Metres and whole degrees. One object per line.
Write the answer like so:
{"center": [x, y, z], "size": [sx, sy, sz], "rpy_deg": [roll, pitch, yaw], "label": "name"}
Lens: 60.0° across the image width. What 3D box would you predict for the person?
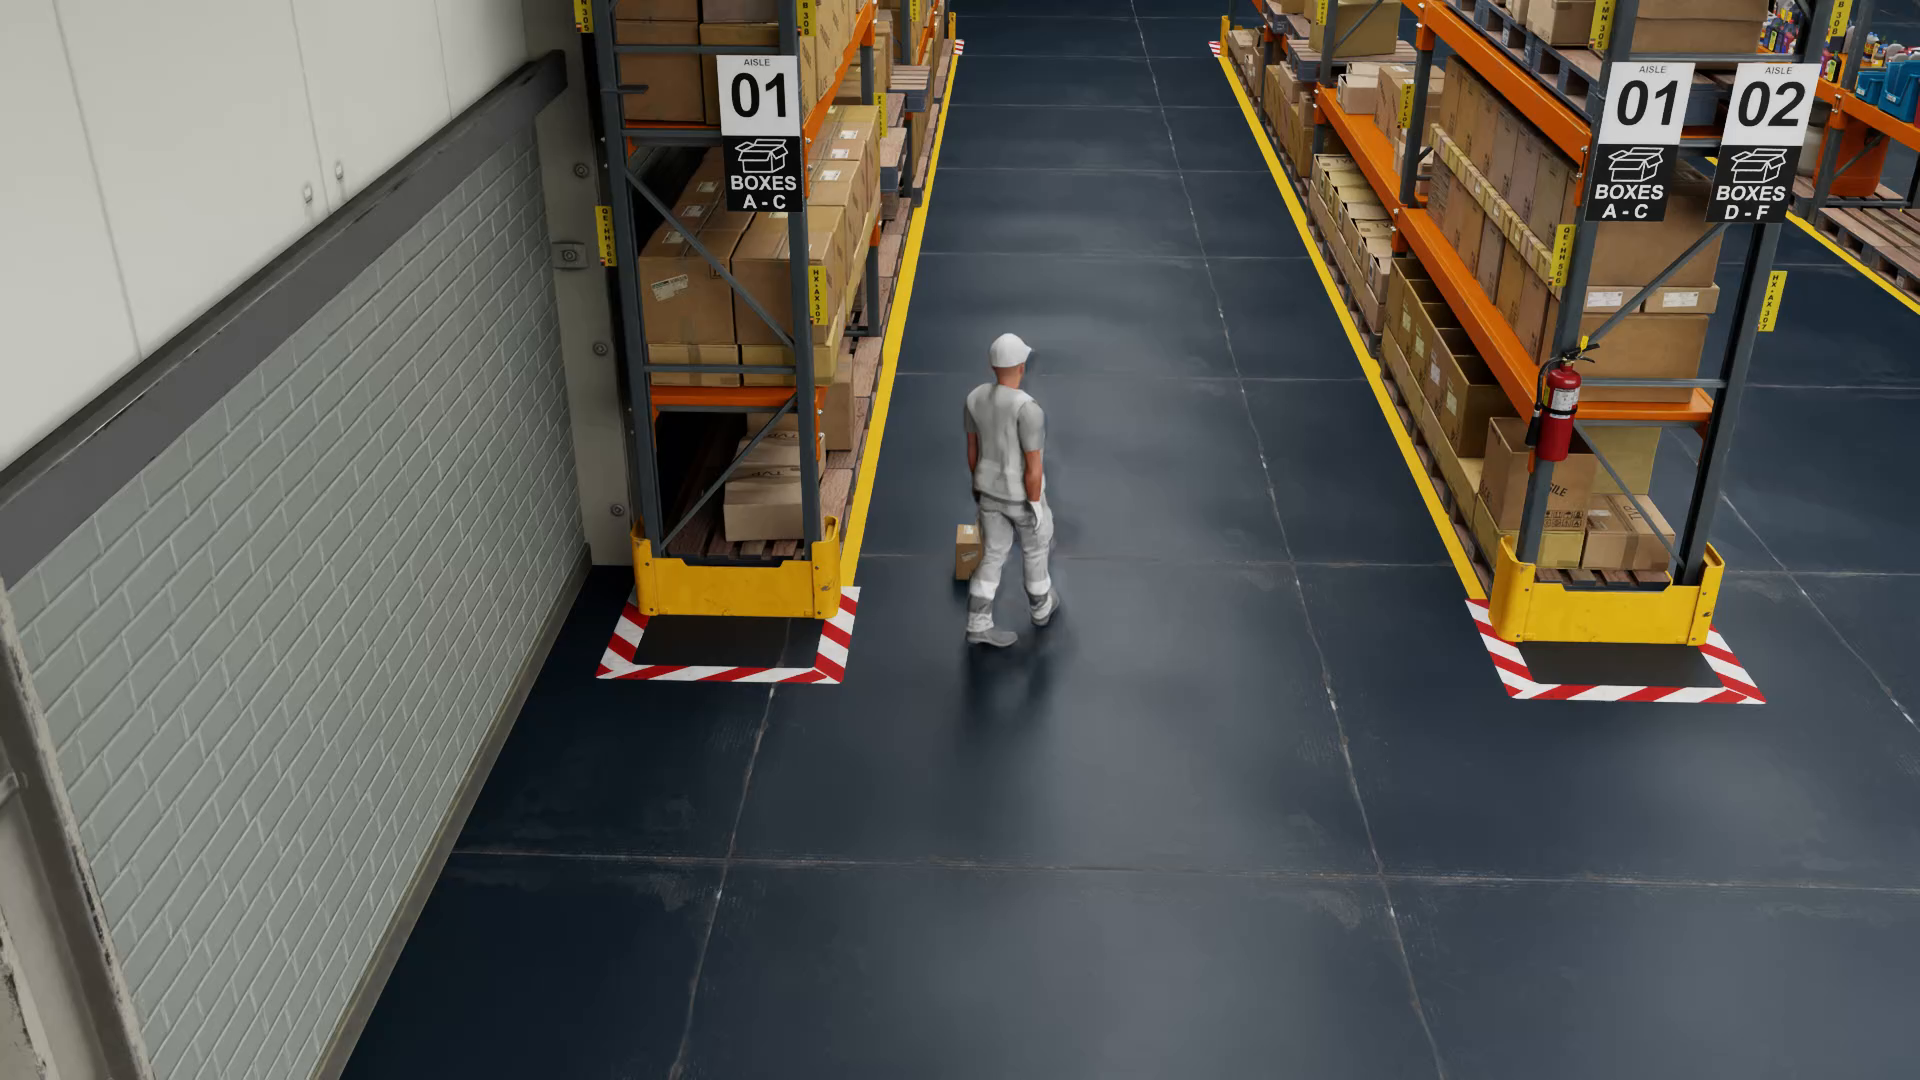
{"center": [0.311, -0.289, 9.145], "size": [0.564, 1.781, 0.723], "rpy_deg": [21, 34, 35], "label": "person"}
